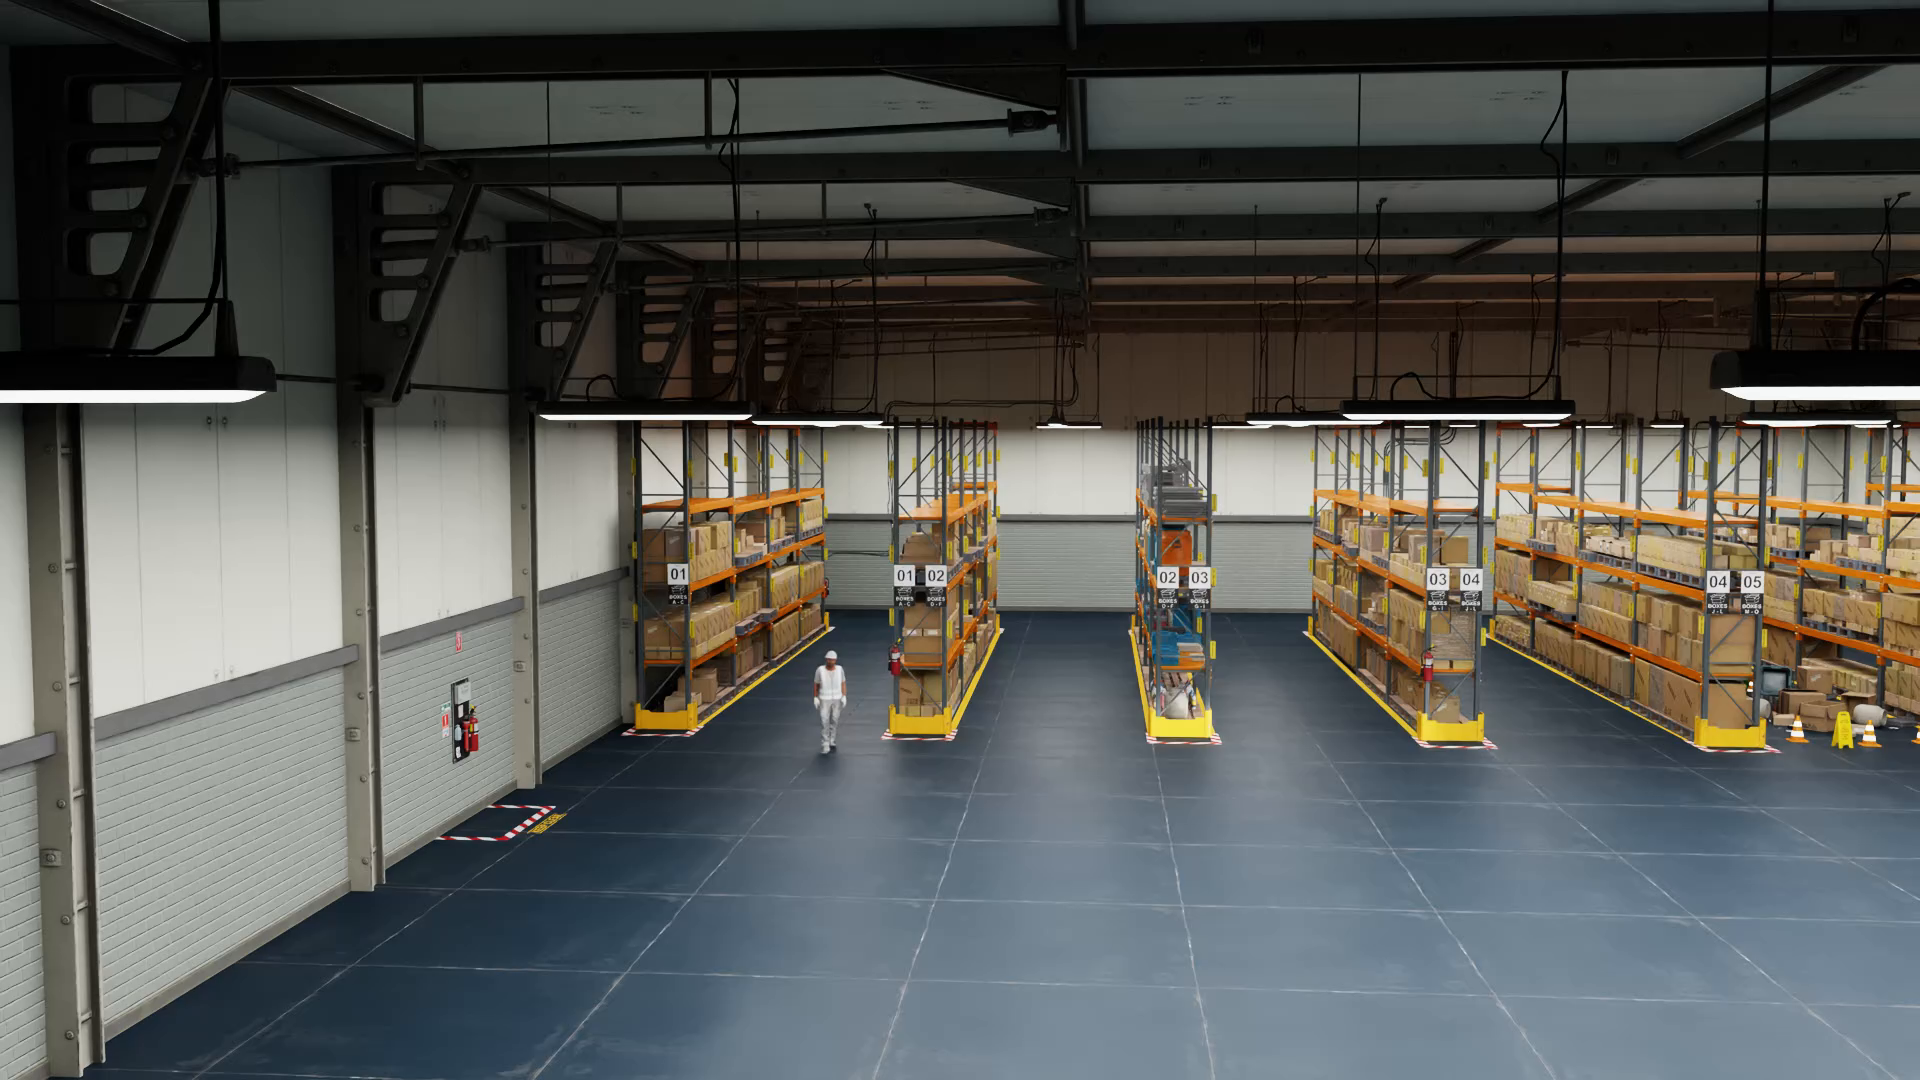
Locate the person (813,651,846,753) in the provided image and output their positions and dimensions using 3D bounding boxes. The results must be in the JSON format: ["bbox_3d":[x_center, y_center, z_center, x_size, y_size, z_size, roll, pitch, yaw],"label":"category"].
[{"bbox_3d":[-2.309,2.880,29.884,0.568,1.772,0.805,-1,4,-21],"label":"person"}]

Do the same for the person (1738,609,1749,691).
[{"bbox_3d":[17.269,2.444,36.715,0.511,1.807,0.542,0,4,-6],"label":"person"}]
